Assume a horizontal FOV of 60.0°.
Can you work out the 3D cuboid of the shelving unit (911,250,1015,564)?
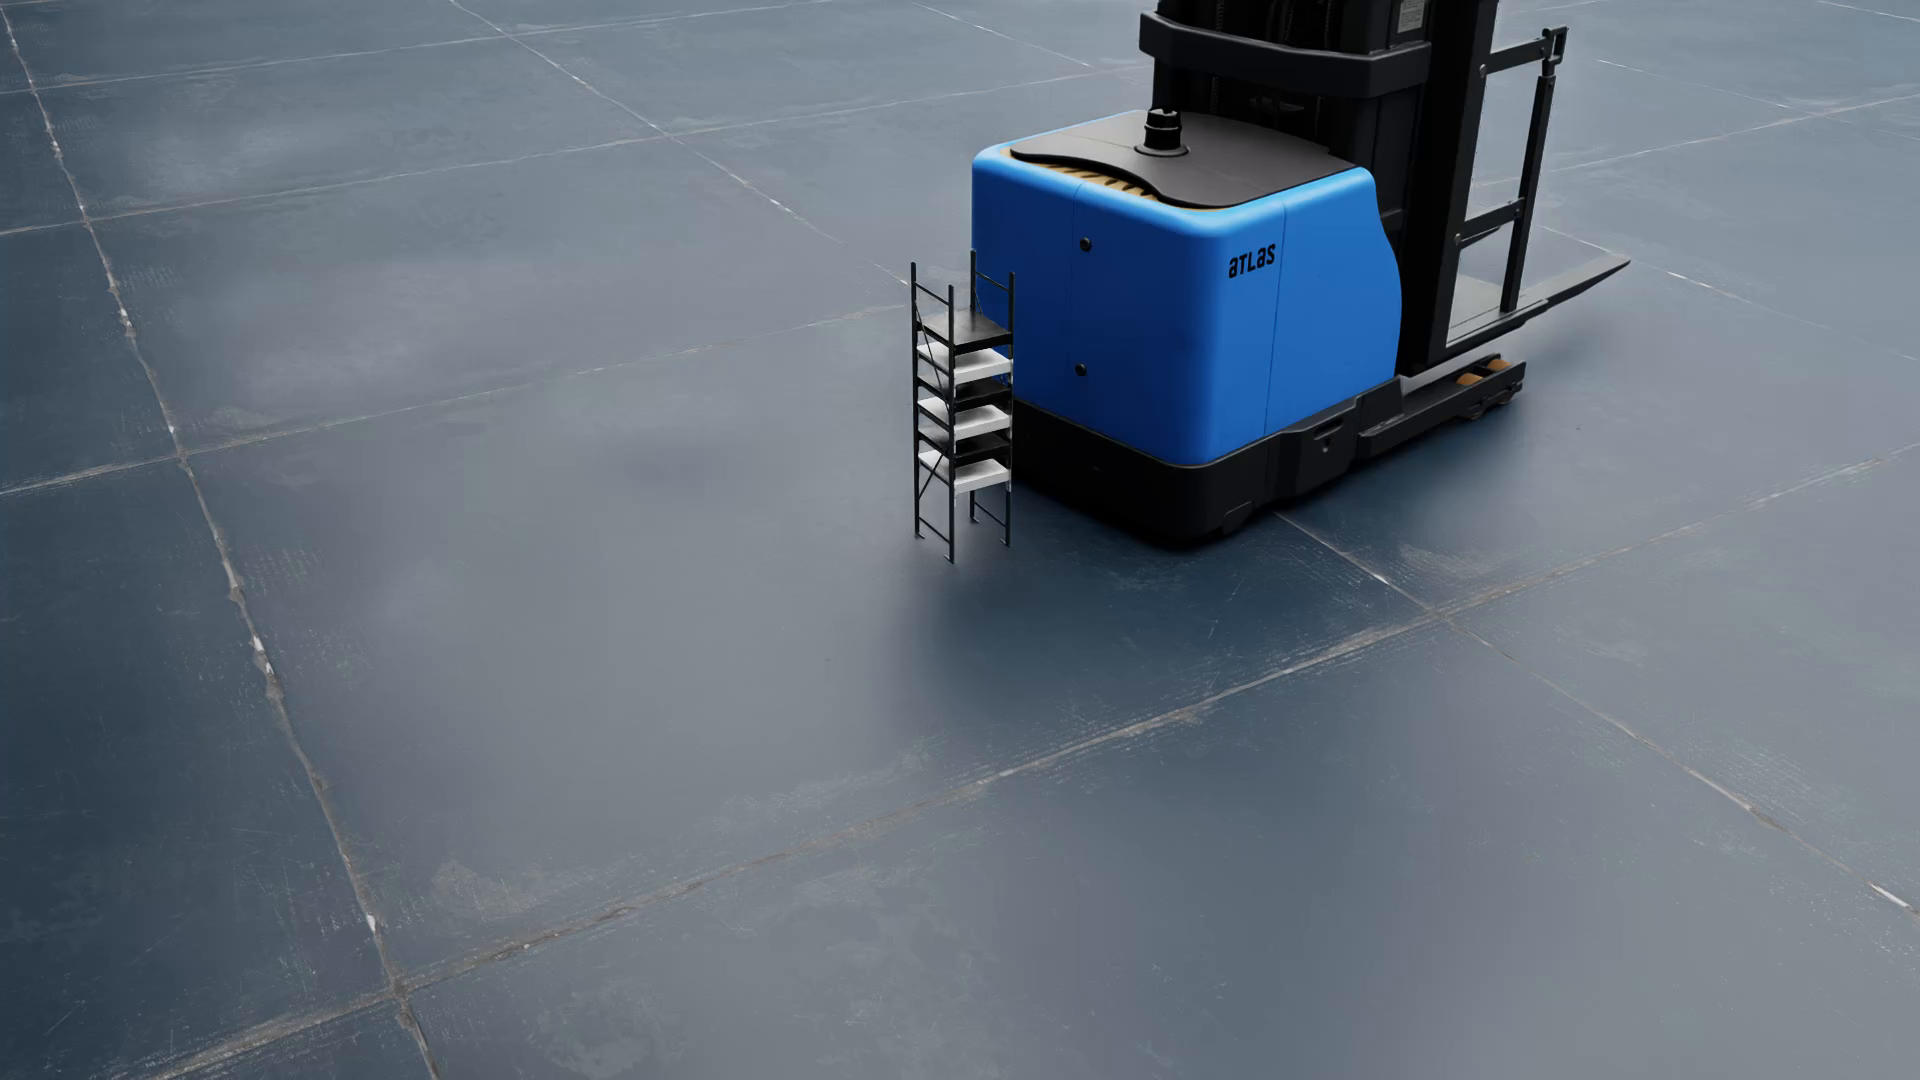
[{"bbox_3d":[0.007,-0.396,5.036,0.210,0.900,0.258,-16,33,-26],"label":"shelving unit"}]

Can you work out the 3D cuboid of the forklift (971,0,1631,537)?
[{"bbox_3d":[1.450,-1.887,5.636,3.031,2.935,1.130,-24,37,-36],"label":"forklift"}]

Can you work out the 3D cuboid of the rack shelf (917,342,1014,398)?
[{"bbox_3d":[0.007,-0.524,4.965,0.200,0.077,0.258,-16,33,-26],"label":"rack shelf"}]

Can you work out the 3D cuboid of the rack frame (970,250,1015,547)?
[{"bbox_3d":[0.095,-0.421,5.081,0.006,0.900,0.240,-16,33,-26],"label":"rack frame"}]

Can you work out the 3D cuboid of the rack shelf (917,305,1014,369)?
[{"bbox_3d":[0.007,-0.603,4.922,0.200,0.077,0.258,-16,33,-26],"label":"rack shelf"}]

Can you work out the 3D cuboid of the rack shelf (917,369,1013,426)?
[{"bbox_3d":[0.007,-0.446,5.009,0.200,0.077,0.258,-16,33,-26],"label":"rack shelf"}]

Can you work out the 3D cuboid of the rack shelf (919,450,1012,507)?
[{"bbox_3d":[0.007,-0.209,5.139,0.200,0.077,0.258,-16,33,-26],"label":"rack shelf"}]

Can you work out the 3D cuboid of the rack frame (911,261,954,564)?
[{"bbox_3d":[-0.081,-0.371,4.991,0.006,0.900,0.240,-16,33,-26],"label":"rack frame"}]

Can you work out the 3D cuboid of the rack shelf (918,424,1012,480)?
[{"bbox_3d":[0.007,-0.288,5.096,0.200,0.077,0.258,-16,33,-26],"label":"rack shelf"}]

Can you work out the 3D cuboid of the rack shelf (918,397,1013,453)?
[{"bbox_3d":[0.007,-0.367,5.052,0.200,0.077,0.258,-16,33,-26],"label":"rack shelf"}]
